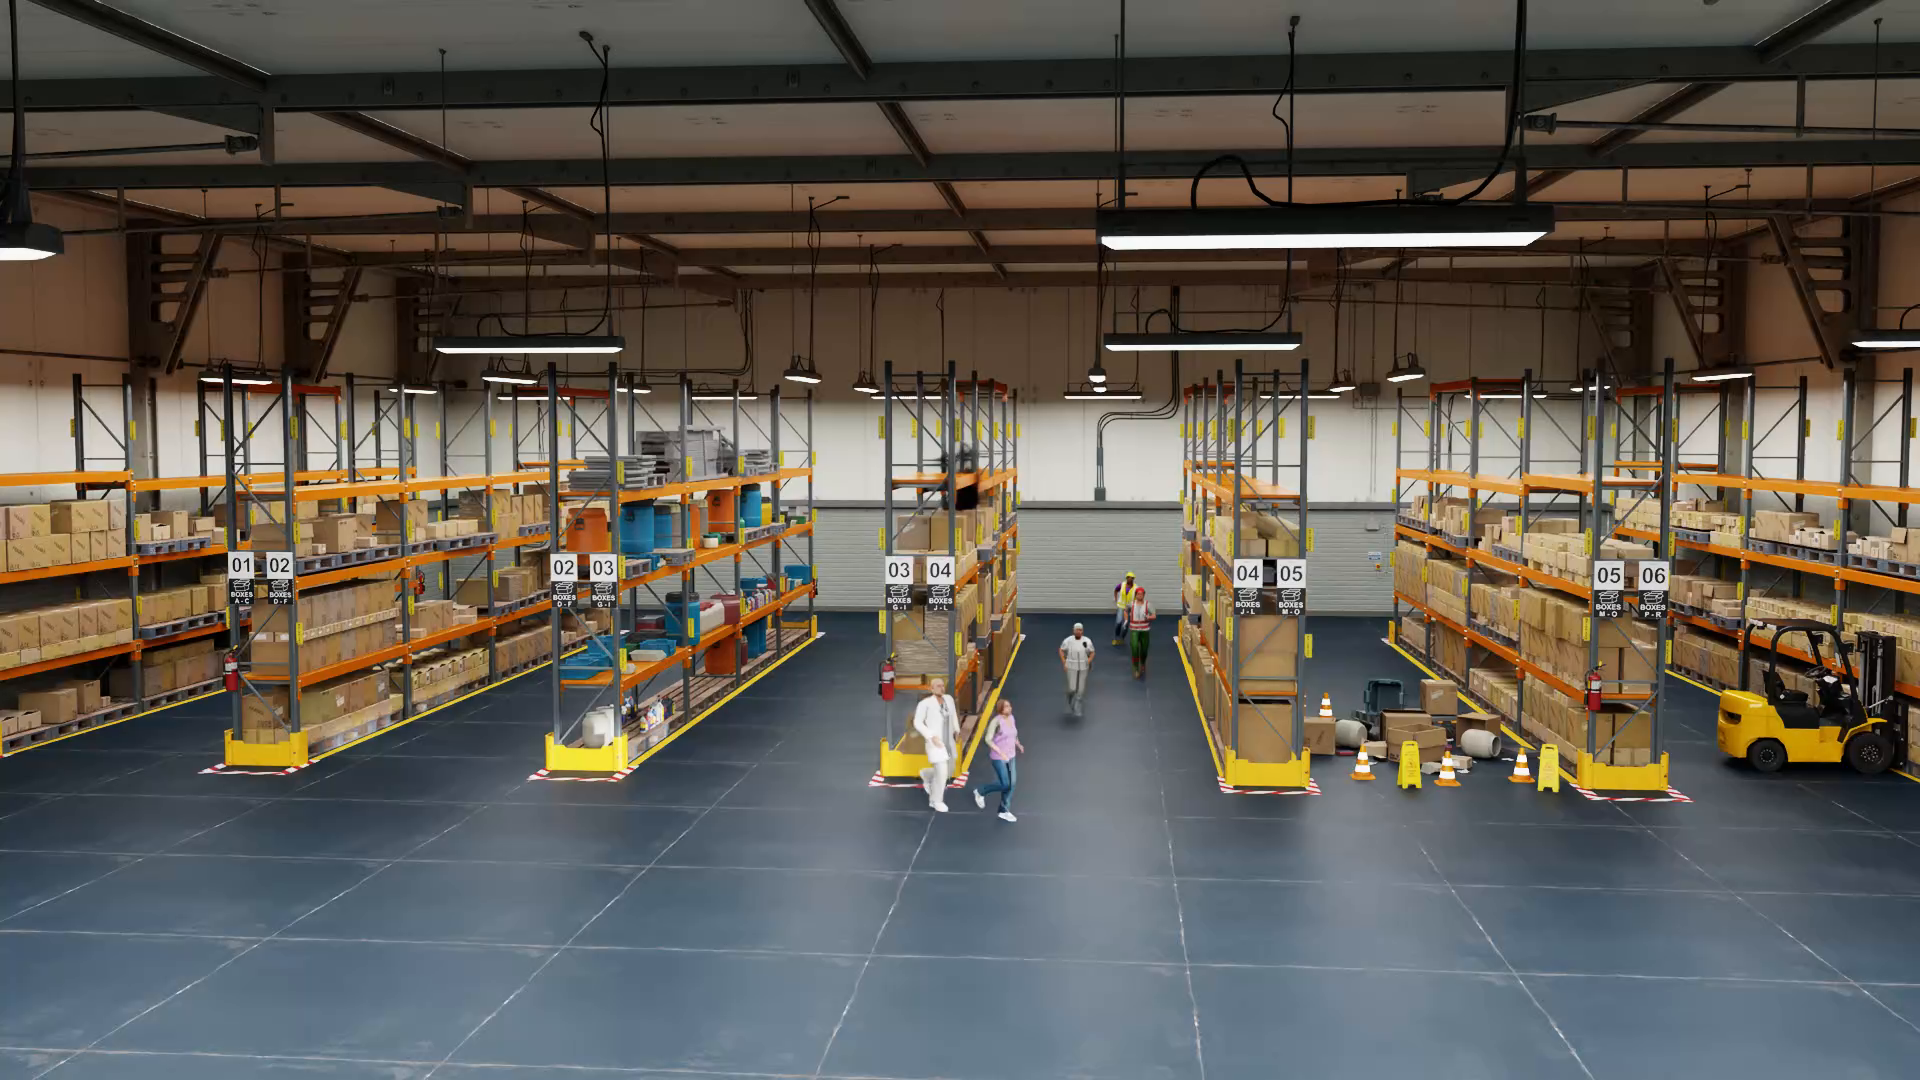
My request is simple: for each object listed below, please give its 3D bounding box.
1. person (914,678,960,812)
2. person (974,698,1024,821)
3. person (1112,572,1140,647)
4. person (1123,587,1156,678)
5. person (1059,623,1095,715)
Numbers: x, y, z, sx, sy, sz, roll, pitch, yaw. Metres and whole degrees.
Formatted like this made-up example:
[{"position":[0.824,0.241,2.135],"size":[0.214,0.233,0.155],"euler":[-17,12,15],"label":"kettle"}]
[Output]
[{"position":[-0.325,2.694,22.058],"size":[0.722,1.762,0.709],"euler":[-3,5,-37],"label":"person"},{"position":[0.515,2.829,21.506],"size":[0.592,1.560,0.538],"euler":[3,5,41],"label":"person"},{"position":[3.879,1.599,38.541],"size":[0.713,1.740,0.675],"euler":[1,4,10],"label":"person"},{"position":[3.656,1.852,33.827],"size":[0.661,1.785,0.979],"euler":[0,4,5],"label":"person"},{"position":[2.067,2.270,29.101],"size":[0.612,1.636,0.586],"euler":[0,4,-5],"label":"person"}]
